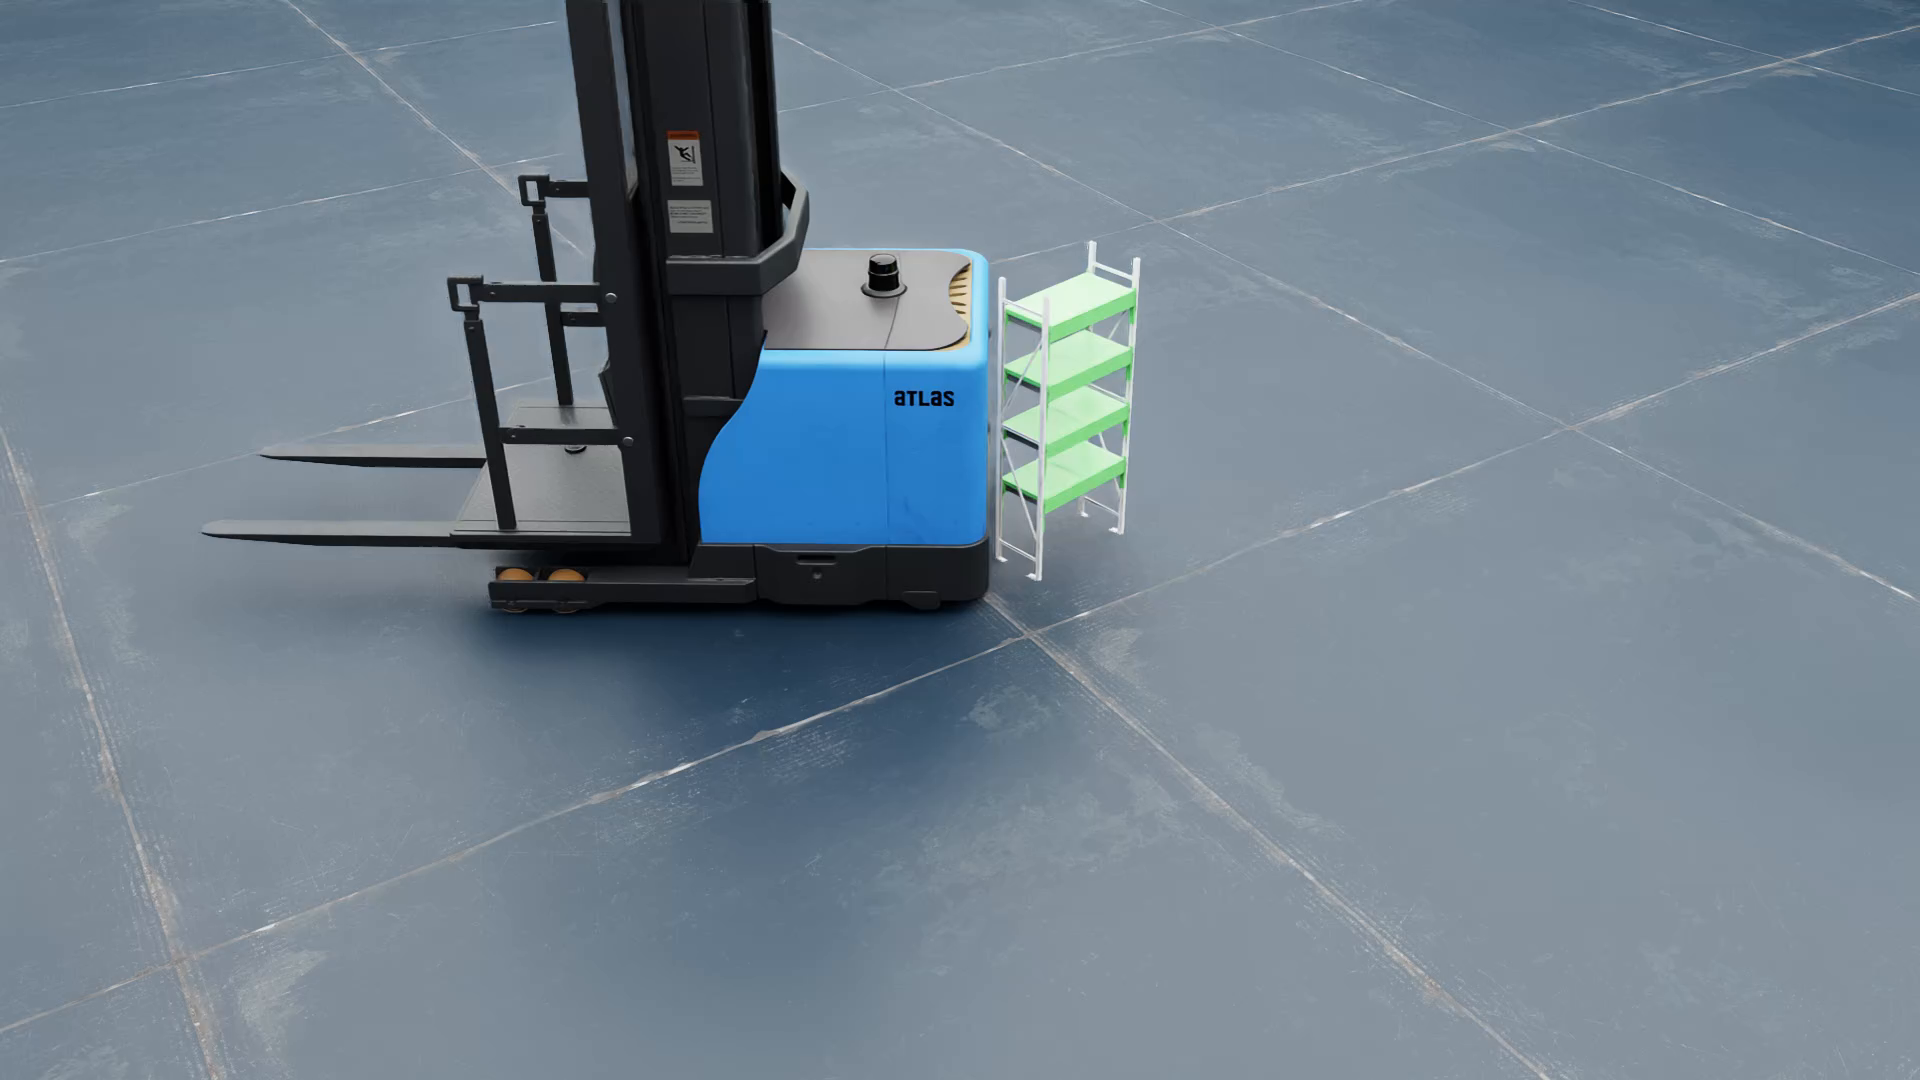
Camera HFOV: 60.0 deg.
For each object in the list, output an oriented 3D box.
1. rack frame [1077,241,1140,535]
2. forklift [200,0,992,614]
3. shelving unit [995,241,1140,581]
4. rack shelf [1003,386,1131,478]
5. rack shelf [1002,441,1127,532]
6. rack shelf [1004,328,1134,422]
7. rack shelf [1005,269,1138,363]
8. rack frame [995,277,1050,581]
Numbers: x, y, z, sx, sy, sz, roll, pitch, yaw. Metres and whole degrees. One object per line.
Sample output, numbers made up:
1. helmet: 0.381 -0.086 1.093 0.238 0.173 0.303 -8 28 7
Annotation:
1. rack frame: 0.578 -0.576 6.539 0.015 1.200 0.240 -28 41 -36
2. forklift: -1.397 -1.243 5.973 3.031 2.935 1.130 1 32 1
3. shelving unit: 0.404 -0.485 6.395 0.503 1.200 0.258 -28 41 -36
4. rack shelf: 0.404 -0.431 6.429 0.480 0.148 0.258 -28 41 -36
5. rack shelf: 0.404 -0.228 6.557 0.480 0.148 0.258 -28 41 -36
6. rack shelf: 0.404 -0.634 6.301 0.480 0.148 0.258 -28 41 -36
7. rack shelf: 0.404 -0.837 6.173 0.480 0.148 0.258 -28 41 -36
8. rack frame: 0.229 -0.394 6.251 0.015 1.200 0.240 -28 41 -36
